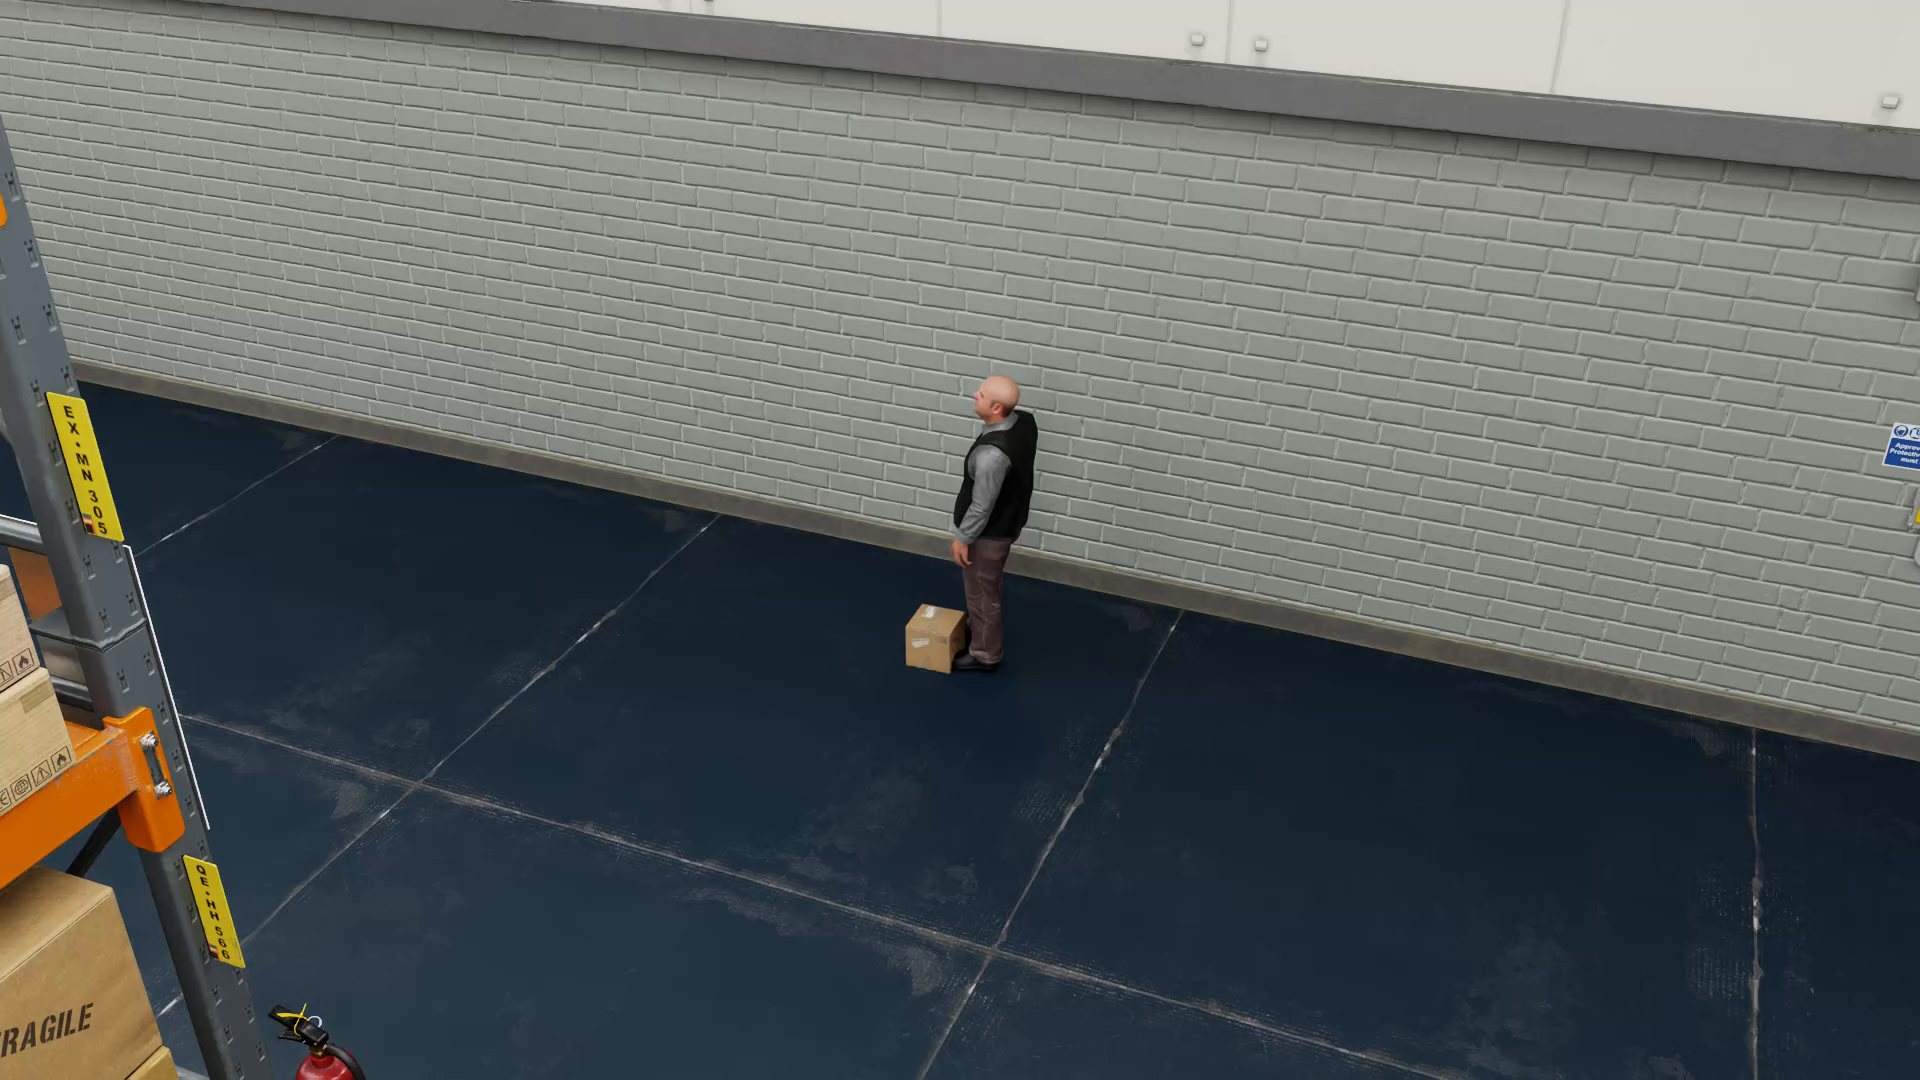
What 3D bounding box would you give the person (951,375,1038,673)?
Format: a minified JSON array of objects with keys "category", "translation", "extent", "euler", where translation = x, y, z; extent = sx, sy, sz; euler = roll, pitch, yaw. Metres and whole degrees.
[{"category":"person","translation":[0.092,-0.088,8.564],"extent":[0.567,1.721,0.626],"euler":[11,31,19]}]
